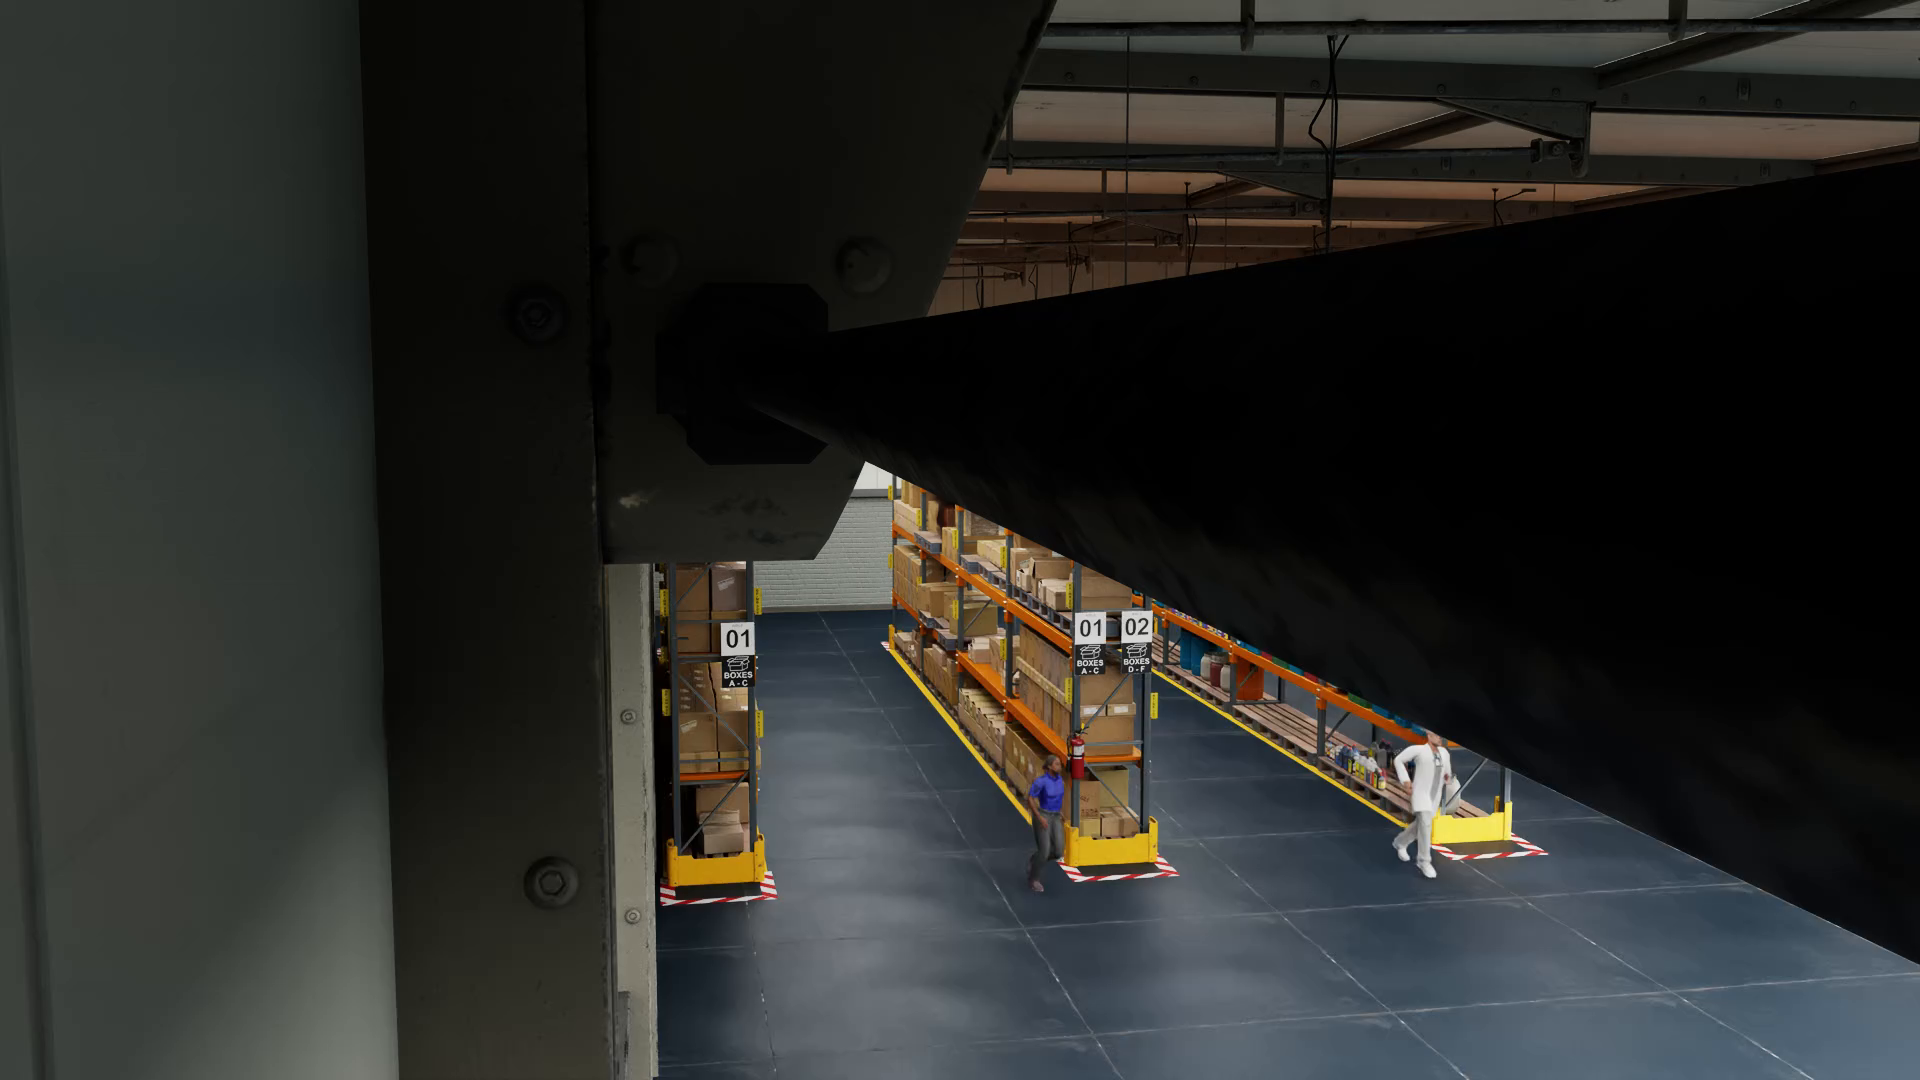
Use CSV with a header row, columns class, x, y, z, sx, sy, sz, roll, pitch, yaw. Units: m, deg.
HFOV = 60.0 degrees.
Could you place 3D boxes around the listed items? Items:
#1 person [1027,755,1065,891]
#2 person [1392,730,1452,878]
class,x,y,z,sx,sy,sz,roll,pitch,yaw
person,1.062,3.387,20.084,0.623,1.602,0.522,-5,8,-41
person,5.856,3.202,20.766,0.738,1.745,1.022,-3,7,-24
